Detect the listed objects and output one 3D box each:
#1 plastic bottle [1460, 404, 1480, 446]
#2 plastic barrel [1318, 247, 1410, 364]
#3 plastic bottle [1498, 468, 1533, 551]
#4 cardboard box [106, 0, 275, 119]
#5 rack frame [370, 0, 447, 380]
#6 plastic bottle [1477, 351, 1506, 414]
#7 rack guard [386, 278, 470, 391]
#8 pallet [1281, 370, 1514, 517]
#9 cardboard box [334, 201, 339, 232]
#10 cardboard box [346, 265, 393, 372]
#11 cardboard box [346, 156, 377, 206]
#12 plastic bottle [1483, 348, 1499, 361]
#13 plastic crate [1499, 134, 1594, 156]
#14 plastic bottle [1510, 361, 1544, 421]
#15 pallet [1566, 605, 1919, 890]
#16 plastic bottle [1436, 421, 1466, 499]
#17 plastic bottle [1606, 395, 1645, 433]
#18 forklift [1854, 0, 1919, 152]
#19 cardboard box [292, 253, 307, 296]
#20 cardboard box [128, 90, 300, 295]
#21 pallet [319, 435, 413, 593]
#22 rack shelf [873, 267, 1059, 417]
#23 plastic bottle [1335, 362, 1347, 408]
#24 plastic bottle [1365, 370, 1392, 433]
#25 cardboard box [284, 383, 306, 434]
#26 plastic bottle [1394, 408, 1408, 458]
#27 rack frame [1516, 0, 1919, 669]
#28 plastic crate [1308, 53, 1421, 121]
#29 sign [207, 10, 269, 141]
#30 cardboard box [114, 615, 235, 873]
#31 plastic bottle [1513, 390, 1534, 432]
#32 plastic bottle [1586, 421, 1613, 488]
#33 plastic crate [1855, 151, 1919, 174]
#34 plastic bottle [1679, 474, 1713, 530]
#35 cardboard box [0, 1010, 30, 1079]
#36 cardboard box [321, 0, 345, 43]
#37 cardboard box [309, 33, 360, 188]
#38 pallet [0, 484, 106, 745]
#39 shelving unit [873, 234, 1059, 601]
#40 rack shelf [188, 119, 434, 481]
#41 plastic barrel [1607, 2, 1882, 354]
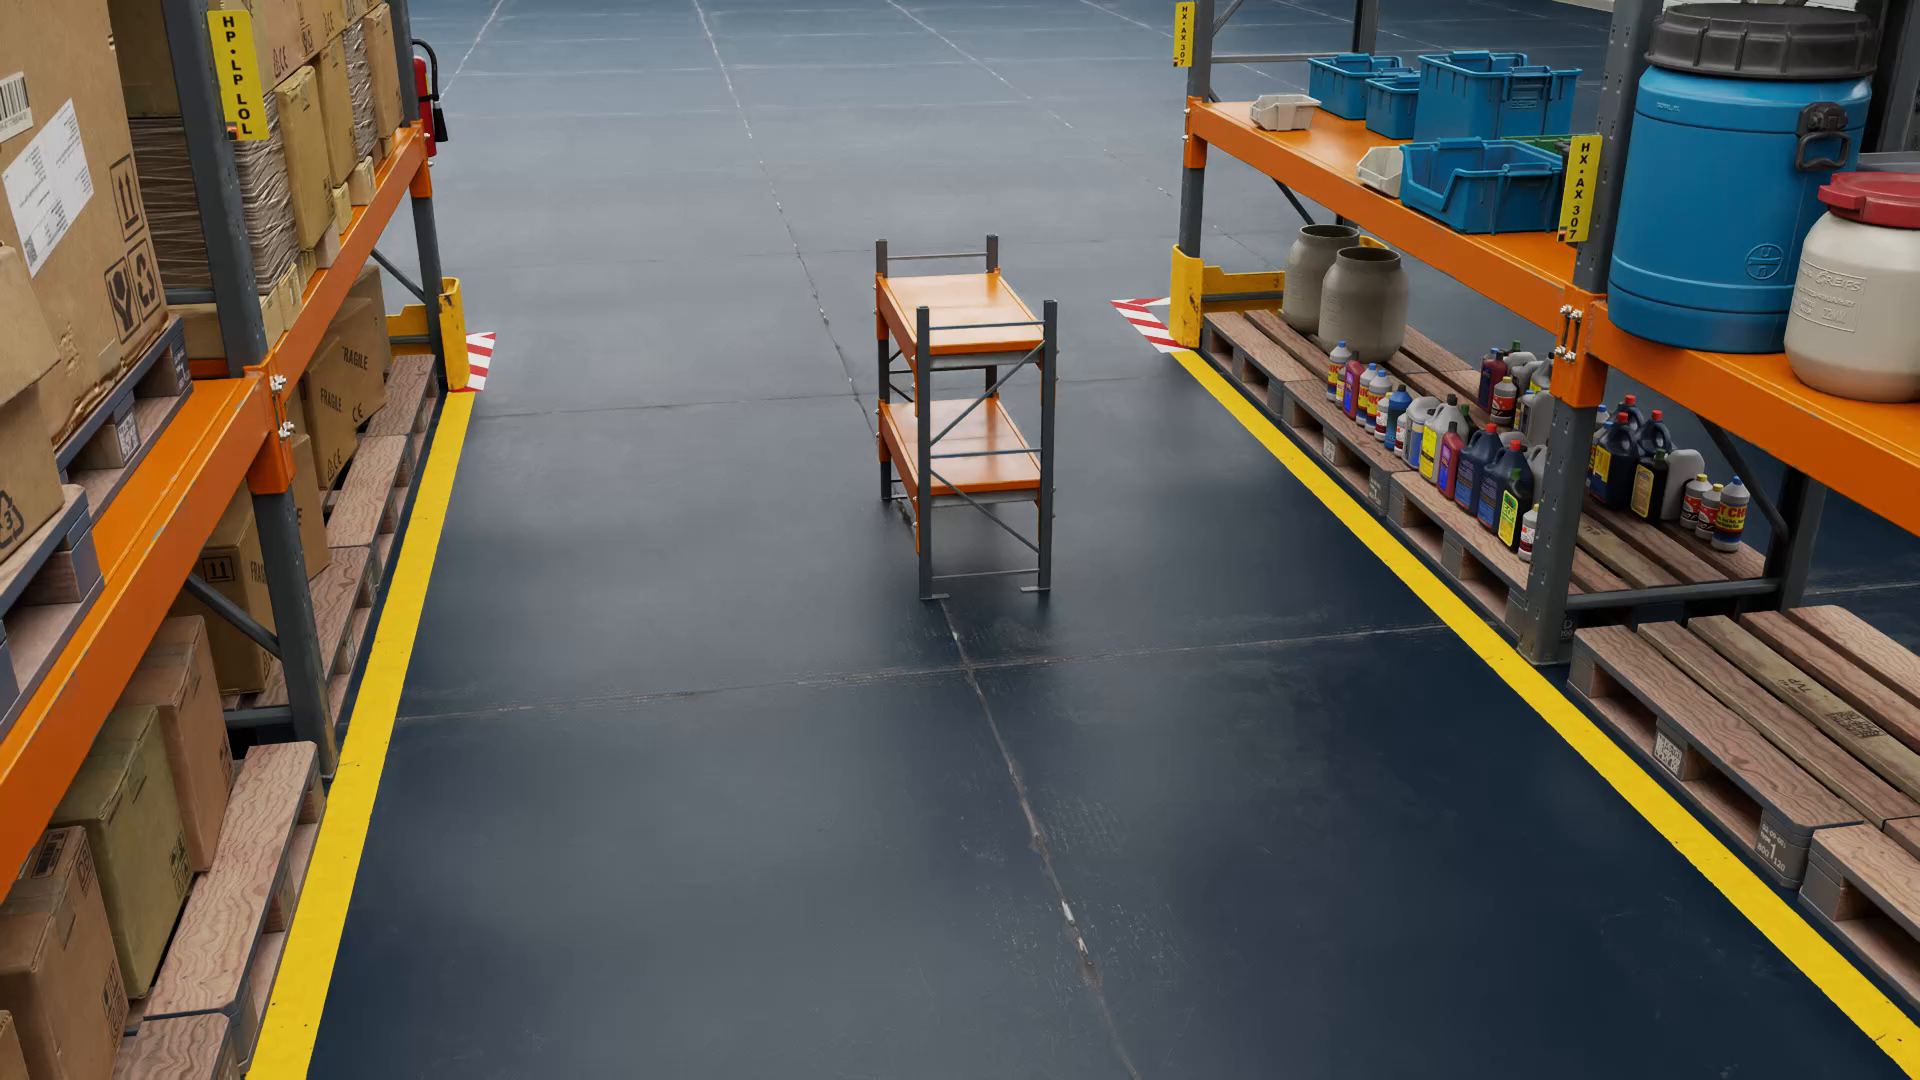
[{"bbox_3d":[2.055,-0.402,6.766,0.061,0.283,0.133,-4,24,-10],"label":"plastic bottle"},{"bbox_3d":[2.006,-1.168,8.260,0.421,0.512,0.421,0,24,0],"label":"plastic barrel"},{"bbox_3d":[2.044,-0.114,6.108,0.061,0.283,0.133,-3,24,-7],"label":"plastic bottle"},{"bbox_3d":[-2.244,-1.462,4.605,0.500,0.500,0.500,-4,24,-10],"label":"cardboard box"},{"bbox_3d":[-3.151,-2.199,8.038,1.000,3.000,0.127,-4,24,-10],"label":"rack frame"},{"bbox_3d":[2.403,-0.724,7.503,0.061,0.283,0.133,-4,24,-10],"label":"plastic bottle"},{"bbox_3d":[-3.136,-1.024,8.470,1.175,0.500,0.348,-4,24,-10],"label":"rack guard"},{"bbox_3d":[2.144,-0.463,7.546,1.003,0.211,1.213,-4,24,-10],"label":"pallet"},{"bbox_3d":[-2.410,-1.108,5.852,0.380,0.149,0.250,-4,24,-10],"label":"cardboard box"},{"bbox_3d":[-3.052,-1.000,7.889,0.500,0.500,0.500,0,24,0],"label":"cardboard box"},{"bbox_3d":[-2.514,-1.405,6.534,0.380,0.149,0.250,-4,24,-10],"label":"cardboard box"},{"bbox_3d":[2.487,-0.795,7.770,0.097,0.201,0.097,0,24,0],"label":"plastic bottle"},{"bbox_3d":[2.483,-1.450,6.588,0.450,0.188,0.662,-4,24,-10],"label":"plastic crate"},{"bbox_3d":[2.533,-0.674,7.398,0.152,0.276,0.135,-5,24,-11],"label":"plastic bottle"},{"bbox_3d":[2.640,0.591,5.133,1.003,0.211,1.213,-4,24,-10],"label":"pallet"},{"bbox_3d":[1.948,-0.318,6.574,0.061,0.283,0.133,-3,24,-6],"label":"plastic bottle"},{"bbox_3d":[2.680,-0.403,6.685,0.144,0.351,0.185,-5,24,-12],"label":"plastic bottle"},{"bbox_3d":[4.502,-1.714,7.012,1.130,2.935,3.031,-4,24,-8],"label":"forklift"},{"bbox_3d":[-2.262,-0.813,5.179,0.380,0.149,0.250,-4,24,-10],"label":"cardboard box"},{"bbox_3d":[-2.433,-0.990,4.772,0.875,0.500,0.500,-4,24,-10],"label":"cardboard box"},{"bbox_3d":[-2.799,-0.091,6.694,1.003,0.211,1.213,-4,24,-10],"label":"pallet"},{"bbox_3d":[0.001,-0.781,6.402,0.538,0.278,1.000,-4,24,-10],"label":"rack shelf"},{"bbox_3d":[1.765,-0.708,7.571,0.097,0.201,0.097,0,24,0],"label":"plastic bottle"},{"bbox_3d":[1.828,-0.607,7.251,0.097,0.271,0.097,0,24,0],"label":"plastic bottle"},{"bbox_3d":[-2.751,-0.296,6.279,0.500,0.500,0.500,-6,24,-14],"label":"cardboard box"},{"bbox_3d":[1.884,-0.455,6.991,0.097,0.201,0.097,0,24,0],"label":"plastic bottle"},{"bbox_3d":[2.457,-0.993,5.275,1.000,3.000,0.127,-4,24,-10],"label":"rack frame"},{"bbox_3d":[2.104,-2.323,8.507,0.499,0.251,0.616,-4,24,-10],"label":"plastic crate"},{"bbox_3d":[-1.866,-1.199,4.301,0.100,0.325,0.005,-4,24,-10],"label":"sign"},{"bbox_3d":[-2.318,0.561,4.291,0.700,0.500,0.500,-6,24,-14],"label":"cardboard box"},{"bbox_3d":[2.457,-0.549,7.205,0.097,0.201,0.097,0,24,0],"label":"plastic bottle"},{"bbox_3d":[2.570,-0.340,6.641,0.097,0.271,0.097,0,24,0],"label":"plastic bottle"},{"bbox_3d":[2.847,-0.854,4.878,0.402,0.464,0.583,-4,24,-10],"label":"plastic crate"},{"bbox_3d":[2.791,-0.150,6.292,0.097,0.201,0.097,0,24,0],"label":"plastic bottle"},{"bbox_3d":[-2.042,1.189,2.852,0.700,0.500,0.500,-2,24,-5],"label":"cardboard box"},{"bbox_3d":[-2.534,-2.051,5.953,0.500,0.500,0.500,-4,24,-10],"label":"cardboard box"},{"bbox_3d":[-2.734,-1.578,6.119,0.875,0.500,0.500,-4,24,-10],"label":"cardboard box"},{"bbox_3d":[-2.078,0.260,2.648,1.003,0.211,1.213,-4,24,-10],"label":"pallet"},{"bbox_3d":[0.001,-0.513,6.519,0.538,1.125,1.048,-4,24,-10],"label":"shelving unit"},{"bbox_3d":[-2.781,-1.083,6.381,1.077,0.370,4.000,-4,24,-10],"label":"rack shelf"},{"bbox_3d":[2.230,-1.048,4.776,0.600,0.901,0.708,-4,24,-10],"label":"plastic barrel"}]
